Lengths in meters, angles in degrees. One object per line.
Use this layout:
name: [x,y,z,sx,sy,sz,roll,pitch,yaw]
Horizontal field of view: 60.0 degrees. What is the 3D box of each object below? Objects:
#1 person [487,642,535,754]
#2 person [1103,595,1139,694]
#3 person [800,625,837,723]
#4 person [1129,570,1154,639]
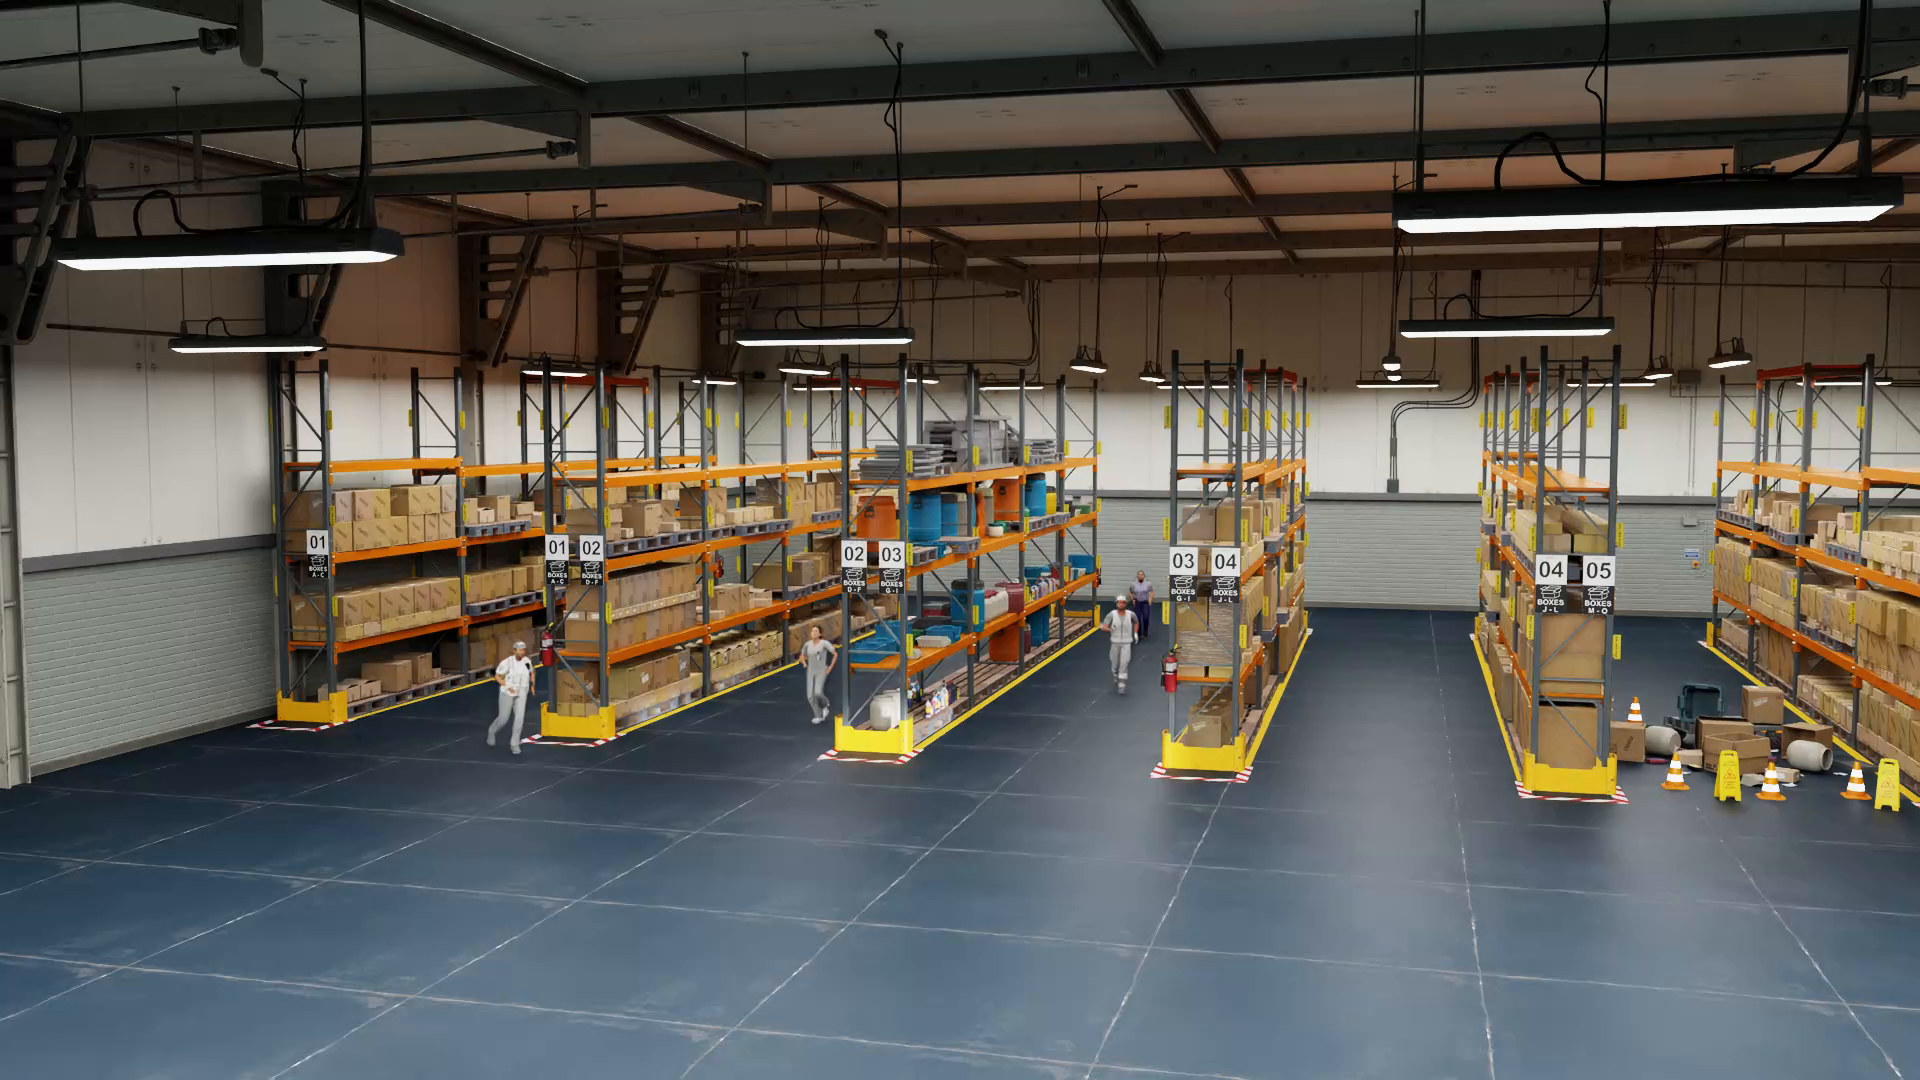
person: [-6.774,2.368,25.337,0.696,1.655,0.799,-3,5,-38]
person: [2.957,1.897,30.608,0.668,1.770,0.908,0,4,5]
person: [-2.368,2.212,27.413,0.624,1.629,0.523,1,4,16]
person: [4.138,1.485,37.952,0.570,1.596,0.600,1,4,8]
